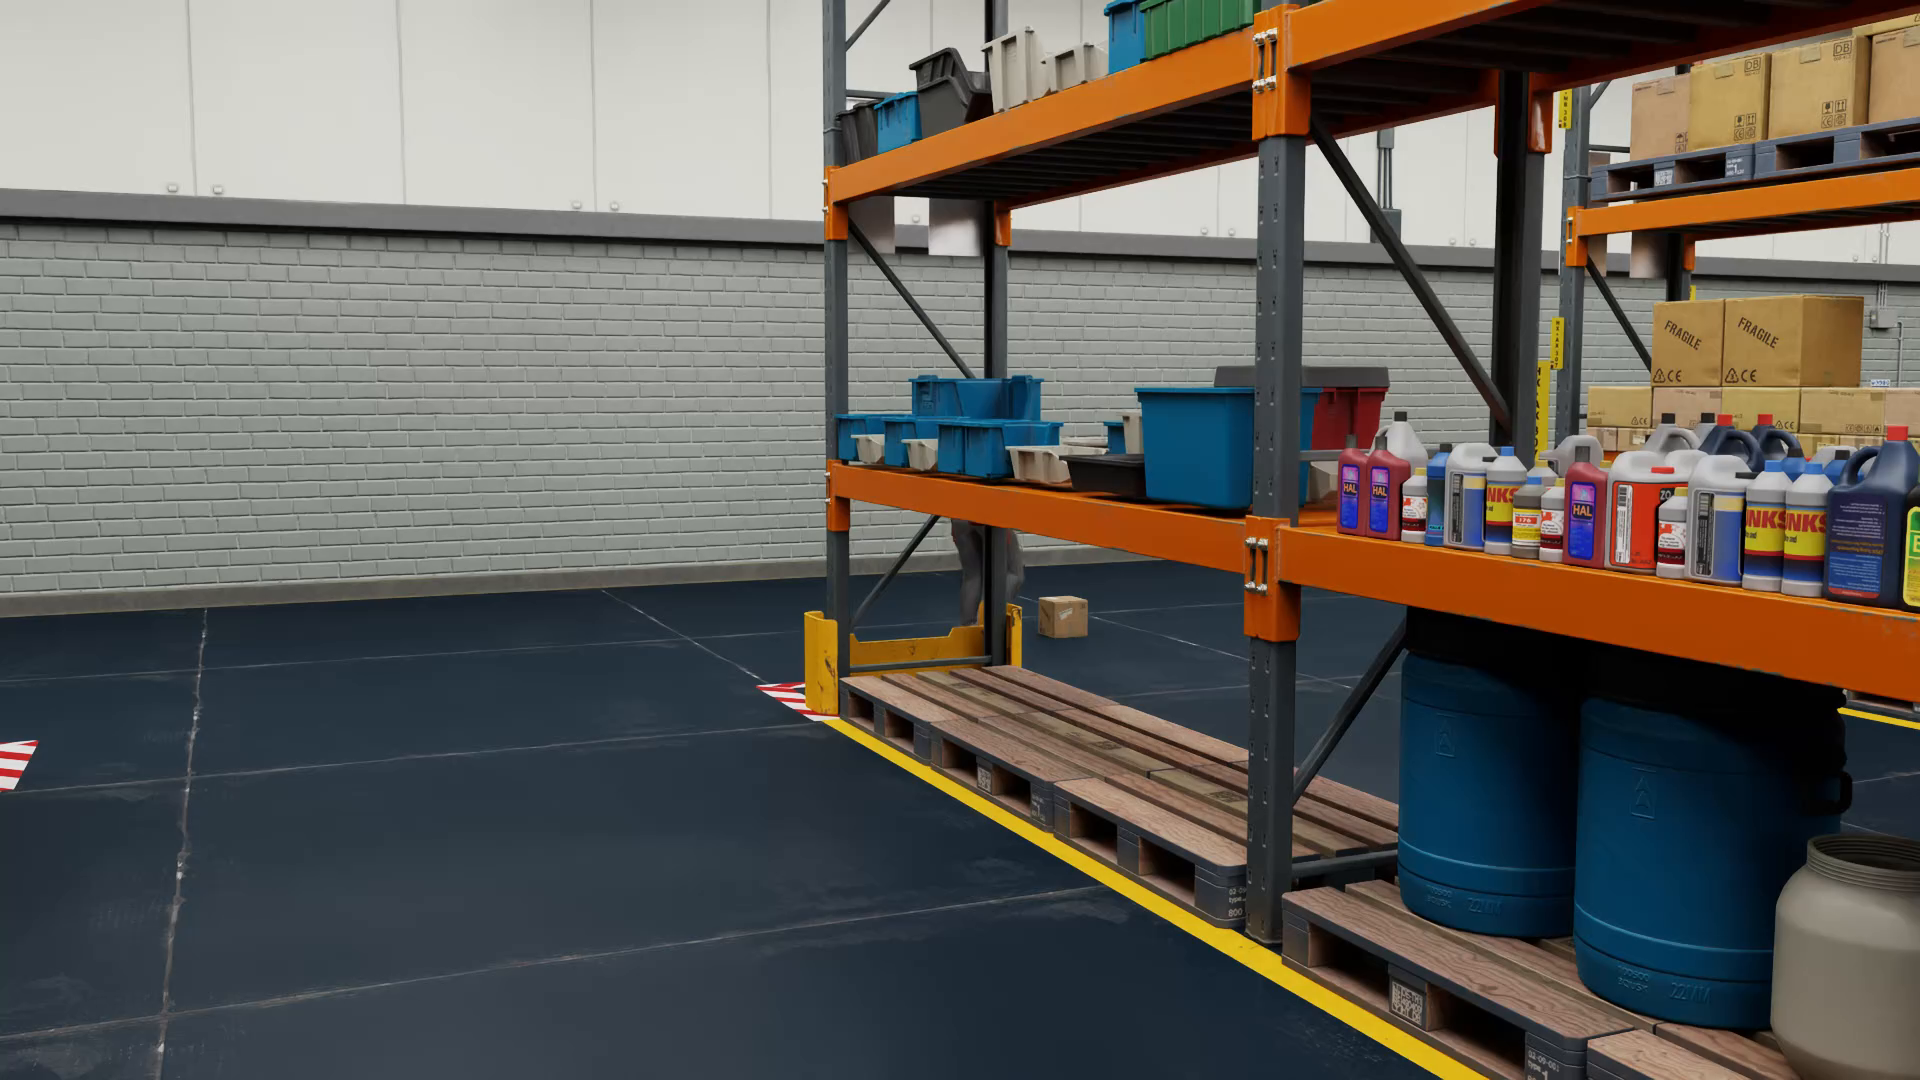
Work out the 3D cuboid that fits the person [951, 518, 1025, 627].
[{"bbox_3d":[0.135,-0.102,10.553,0.509,1.656,0.452,4,7,33],"label":"person"}]
